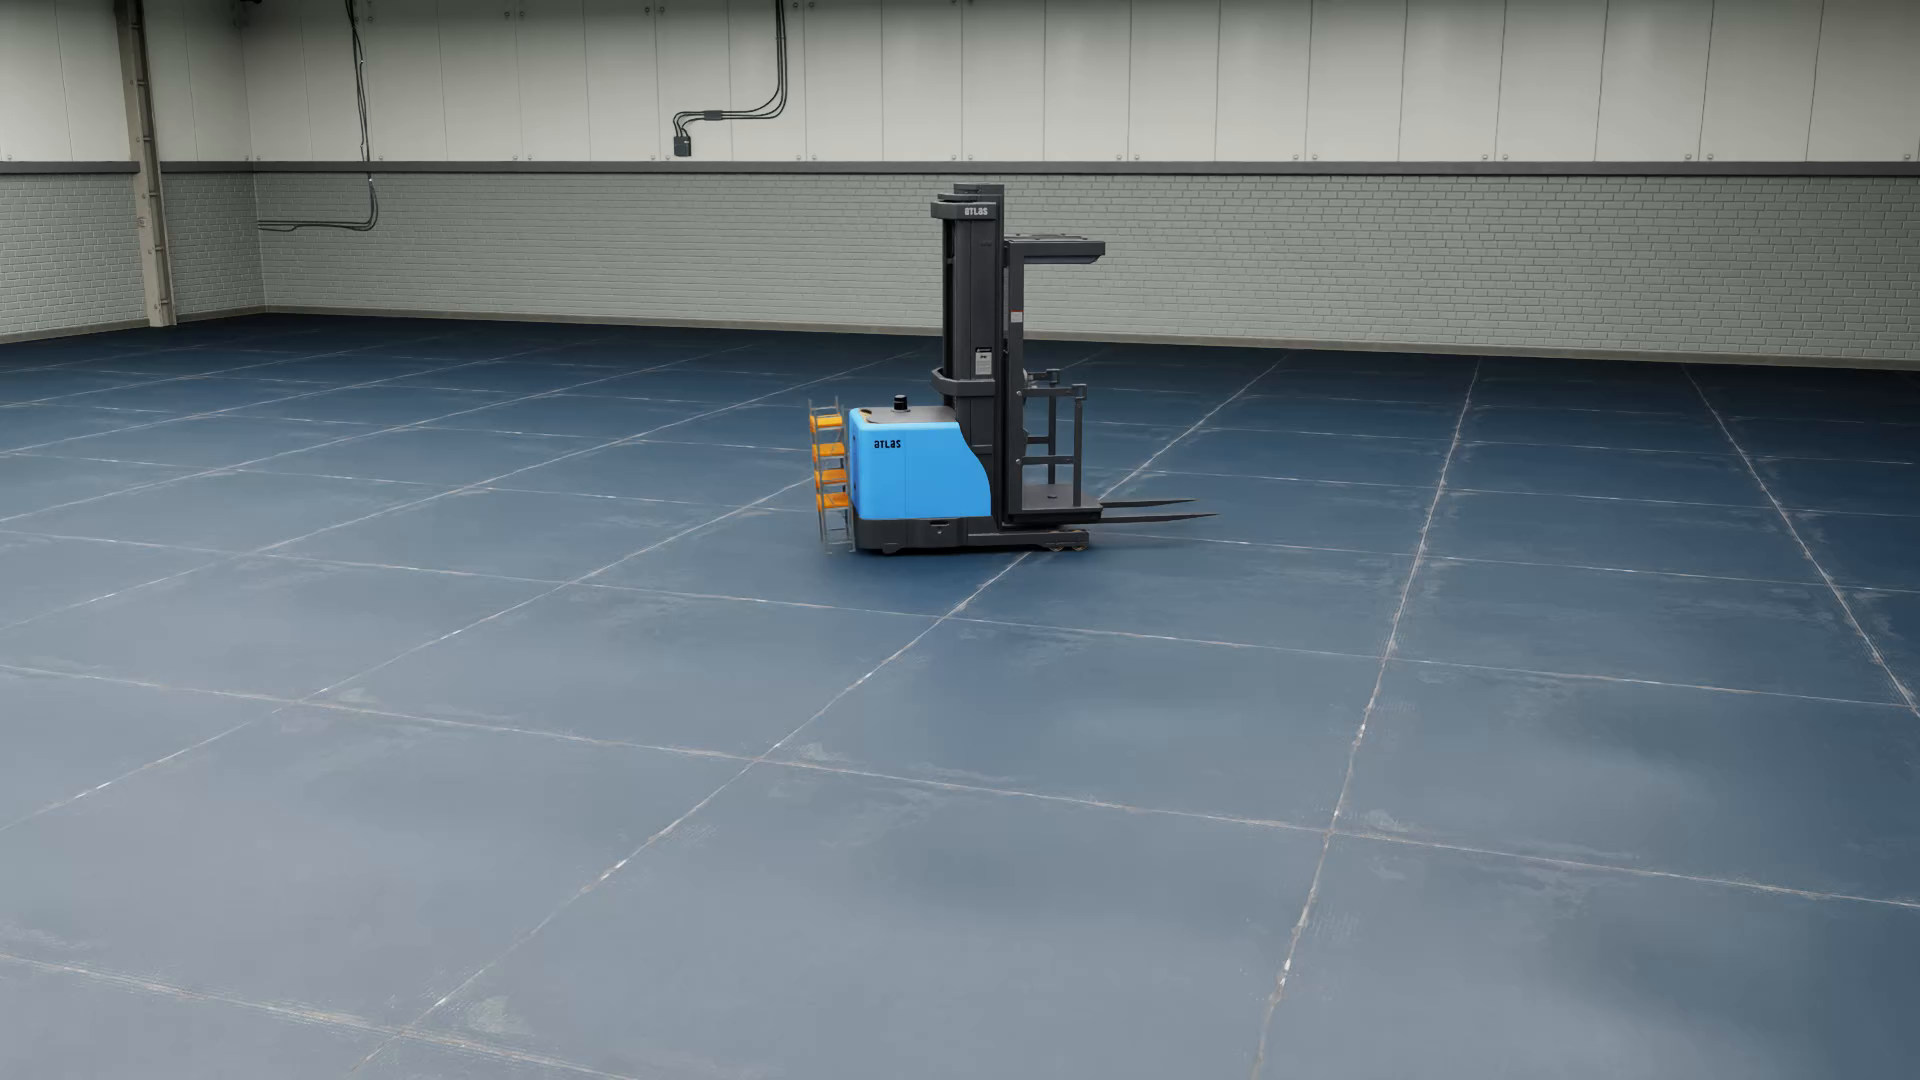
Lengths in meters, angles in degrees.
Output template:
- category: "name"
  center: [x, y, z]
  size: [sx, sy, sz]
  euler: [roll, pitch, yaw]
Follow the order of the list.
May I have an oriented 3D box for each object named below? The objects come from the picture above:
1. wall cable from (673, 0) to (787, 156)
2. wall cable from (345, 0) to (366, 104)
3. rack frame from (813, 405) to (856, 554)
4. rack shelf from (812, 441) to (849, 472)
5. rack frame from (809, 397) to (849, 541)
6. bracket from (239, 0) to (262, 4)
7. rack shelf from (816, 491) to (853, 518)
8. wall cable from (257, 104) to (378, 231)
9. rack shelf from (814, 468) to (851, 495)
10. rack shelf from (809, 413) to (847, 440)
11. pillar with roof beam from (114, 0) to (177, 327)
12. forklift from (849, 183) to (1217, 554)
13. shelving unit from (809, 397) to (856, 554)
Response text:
- category: "wall cable"
  center: [-4.242, -10.035, 30.088]
  size: [2.305, 6.003, 0.169]
  euler: [4, 14, 18]
- category: "wall cable"
  center: [-10.660, -9.817, 32.406]
  size: [3.097, 2.526, 0.112]
  euler: [4, 14, 18]
- category: "rack frame"
  center: [-1.006, -0.479, 13.355]
  size: [0.240, 1.200, 0.015]
  euler: [-6, 14, -9]
- category: "rack shelf"
  center: [-1.057, -0.685, 13.553]
  size: [0.258, 0.148, 0.480]
  euler: [-6, 14, -9]
- category: "rack frame"
  center: [-1.088, -0.586, 13.824]
  size: [0.240, 1.200, 0.015]
  euler: [-6, 14, -9]
- category: "bracket"
  center: [-14.187, -10.854, 33.232]
  size: [0.235, 0.232, 0.430]
  euler: [4, 14, 18]
- category: "rack shelf"
  center: [-1.030, -0.275, 13.651]
  size: [0.258, 0.148, 0.480]
  euler: [-6, 14, -9]
- category: "wall cable"
  center: [-13.220, -7.550, 33.821]
  size: [3.097, 2.526, 0.112]
  euler: [4, 14, 18]
- category: "rack shelf"
  center: [-1.043, -0.468, 13.605]
  size: [0.258, 0.148, 0.480]
  euler: [-6, 14, -9]
- category: "rack shelf"
  center: [-1.072, -0.914, 13.498]
  size: [0.258, 0.148, 0.480]
  euler: [-6, 14, -9]
- category: "pillar with roof beam"
  center: [-11.351, -8.229, 29.817]
  size: [9.100, 9.000, 0.548]
  euler: [4, 14, 18]
- category: "forklift"
  center: [0.615, -1.451, 13.757]
  size: [3.031, 2.935, 1.130]
  euler: [-2, 13, -9]
- category: "shelving unit"
  center: [-1.047, -0.533, 13.590]
  size: [0.258, 1.200, 0.503]
  euler: [-6, 14, -9]
